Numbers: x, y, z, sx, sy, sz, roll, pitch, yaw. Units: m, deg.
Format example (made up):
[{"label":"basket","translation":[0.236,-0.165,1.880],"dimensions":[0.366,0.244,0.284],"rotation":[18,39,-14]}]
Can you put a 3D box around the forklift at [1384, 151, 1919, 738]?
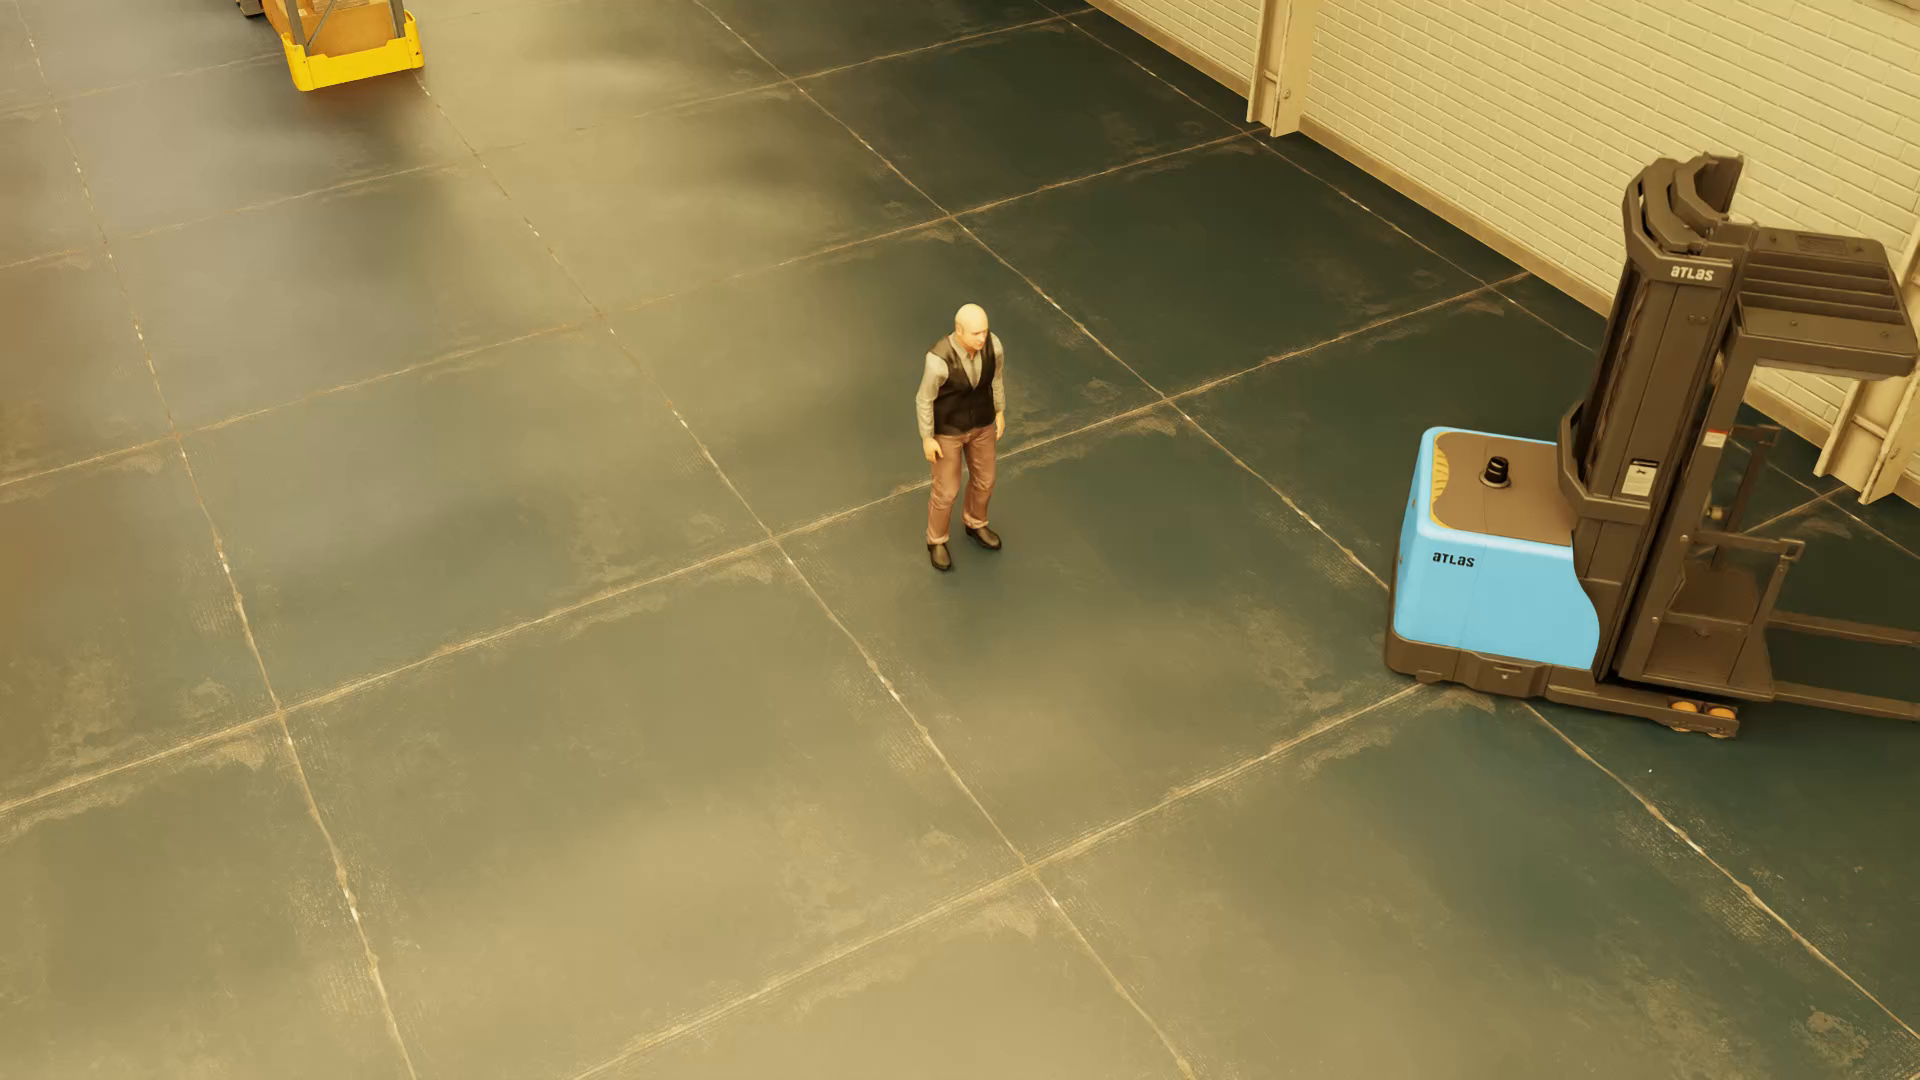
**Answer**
[{"label":"forklift","translation":[3.974,-0.429,8.554],"dimensions":[3.031,2.935,1.130],"rotation":[9,41,11]}]

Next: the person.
[{"label":"person","translation":[0.010,-0.662,9.784],"dimensions":[0.580,1.720,0.422],"rotation":[-22,44,-24]}]
